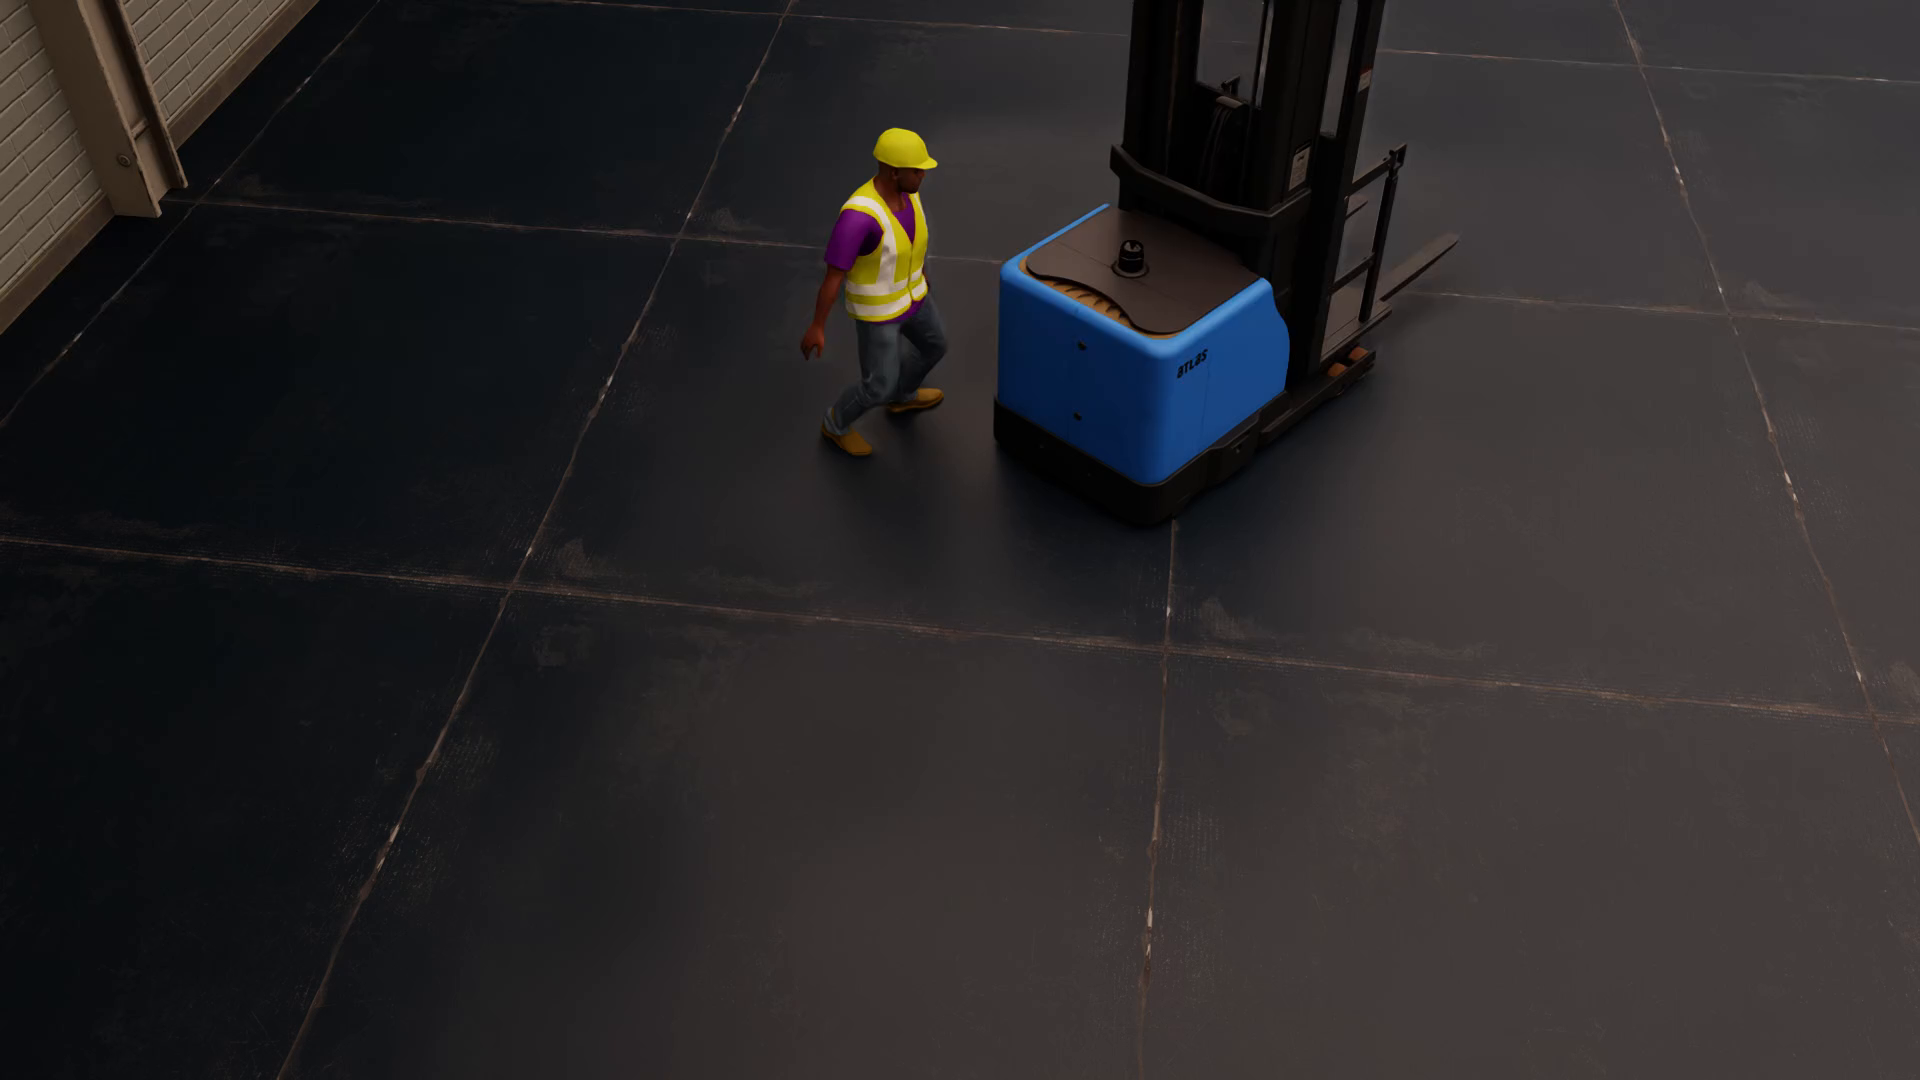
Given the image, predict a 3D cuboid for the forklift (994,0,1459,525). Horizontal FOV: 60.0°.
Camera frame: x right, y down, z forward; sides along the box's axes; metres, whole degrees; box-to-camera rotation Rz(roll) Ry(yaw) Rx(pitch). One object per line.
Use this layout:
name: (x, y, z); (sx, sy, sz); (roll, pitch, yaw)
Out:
forklift: (1.550, -2.054, 7.961); (1.130, 2.935, 3.031); (33, 52, 31)

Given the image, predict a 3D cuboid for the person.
person: (-0.417, -1.138, 7.904); (0.504, 1.720, 0.912); (25, 48, 24)
